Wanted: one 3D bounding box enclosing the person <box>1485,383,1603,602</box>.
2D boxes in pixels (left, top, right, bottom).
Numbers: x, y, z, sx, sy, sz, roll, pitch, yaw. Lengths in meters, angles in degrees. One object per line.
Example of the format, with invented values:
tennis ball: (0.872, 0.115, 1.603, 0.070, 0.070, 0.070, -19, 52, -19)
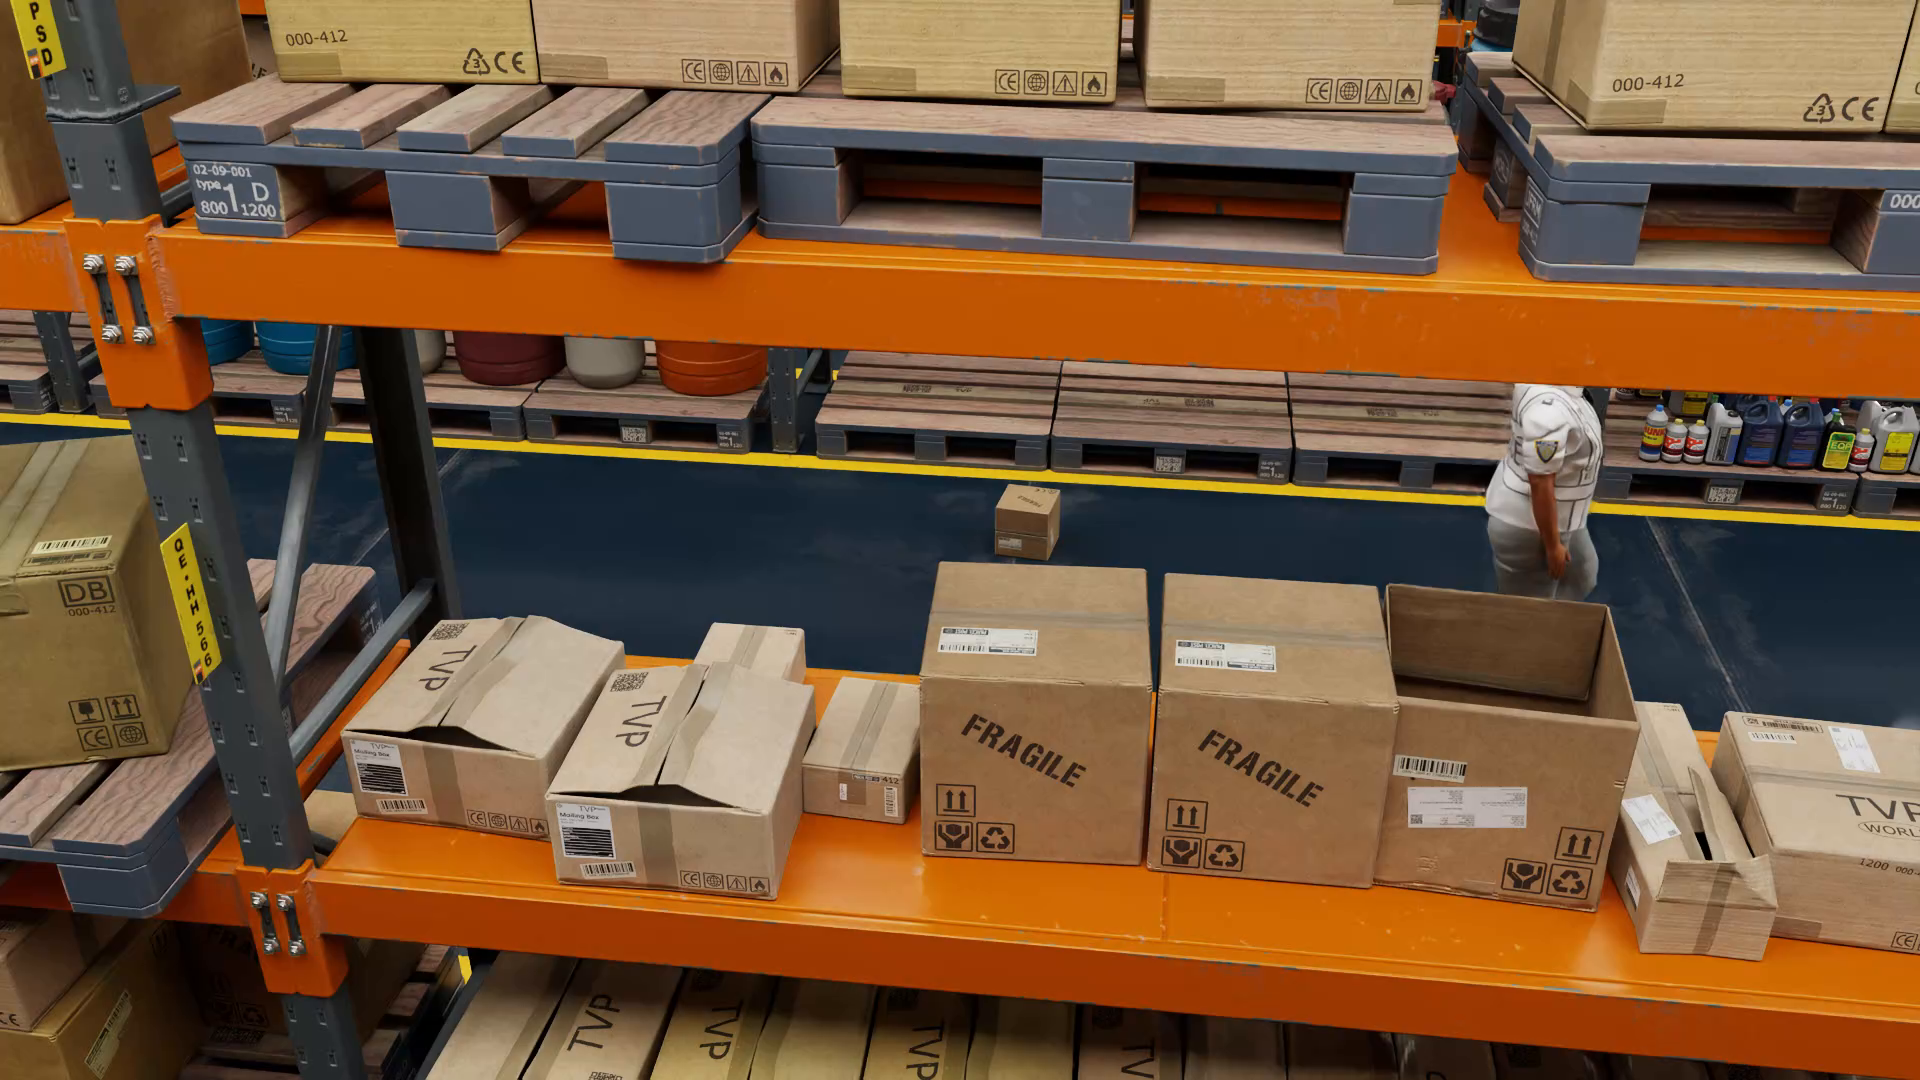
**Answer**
person: (2.191, -0.061, 6.205, 0.463, 1.688, 0.507, 9, 30, 16)
